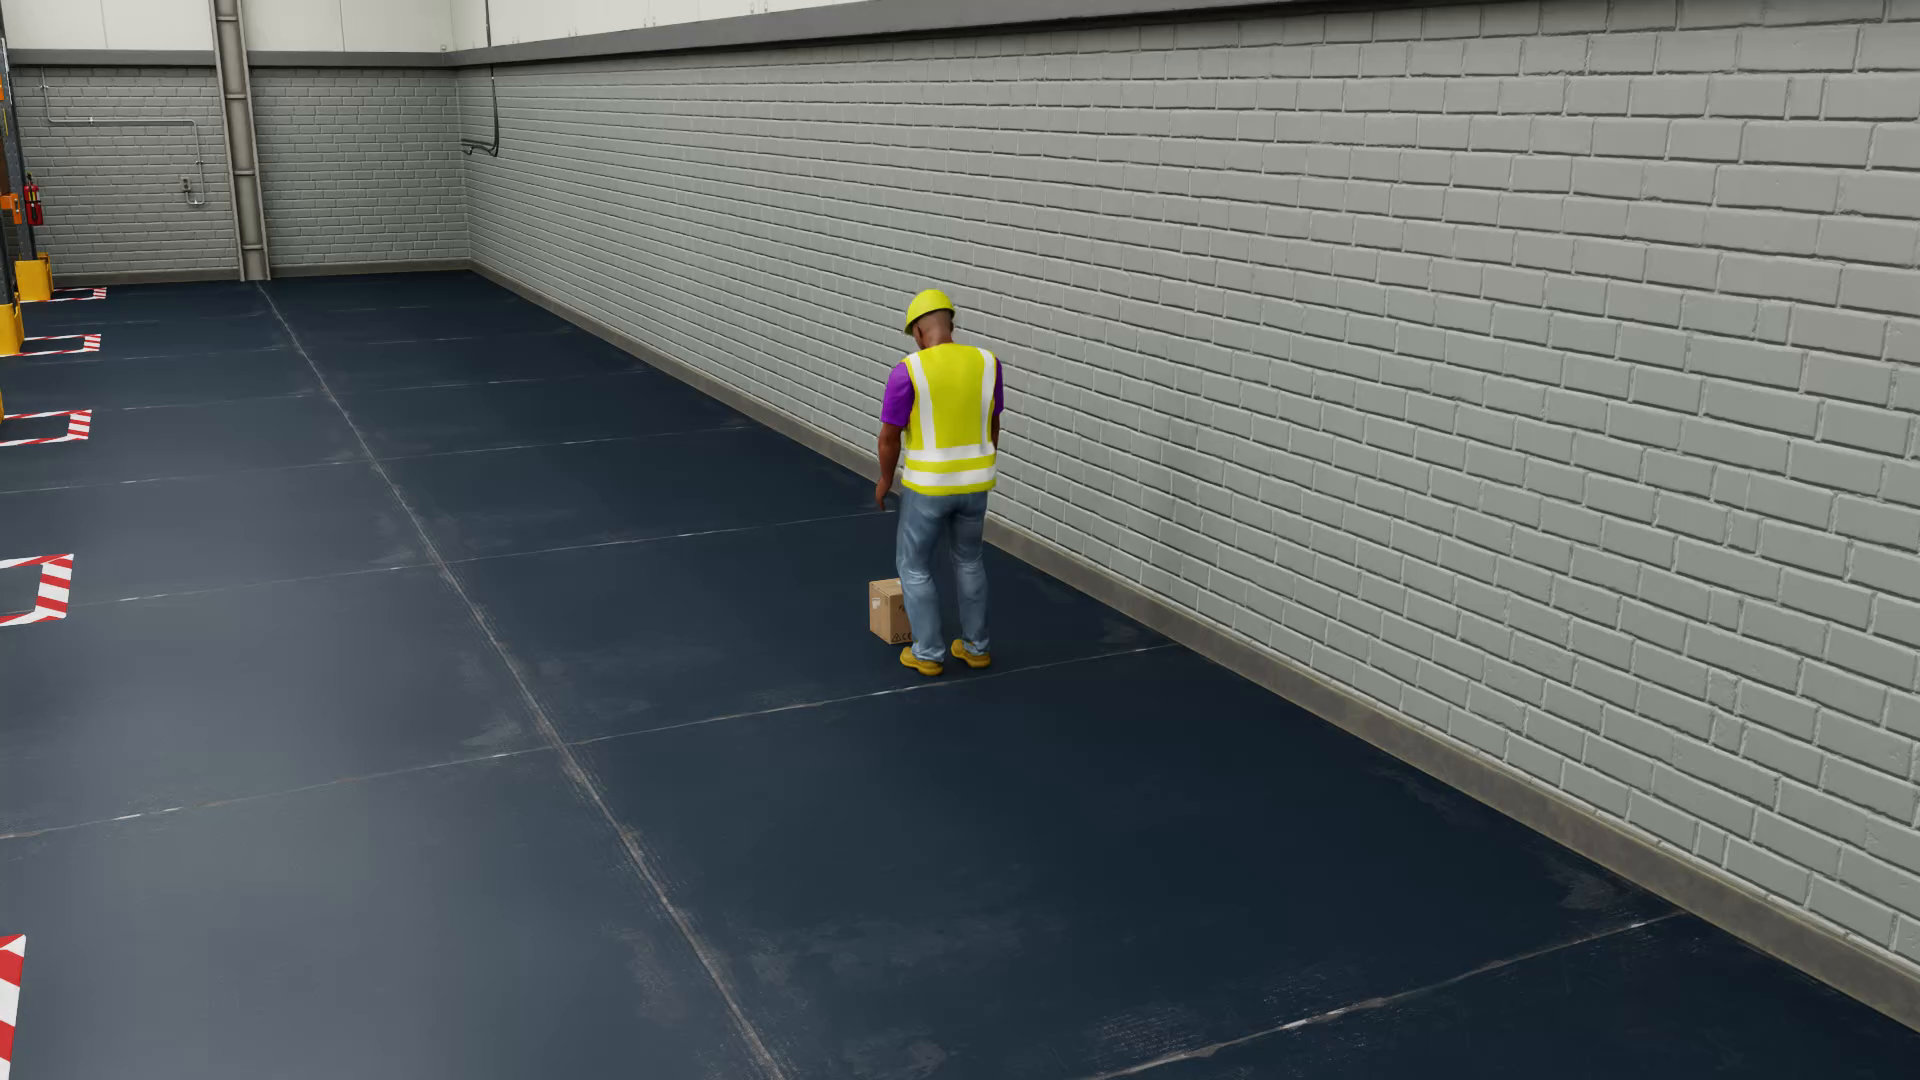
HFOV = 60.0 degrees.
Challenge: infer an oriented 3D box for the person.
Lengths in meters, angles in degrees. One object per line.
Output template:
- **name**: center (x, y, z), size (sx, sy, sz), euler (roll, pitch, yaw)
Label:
- **person**: center (-0.095, -0.257, 7.505), size (0.588, 1.725, 0.437), euler (-7, 17, -24)
